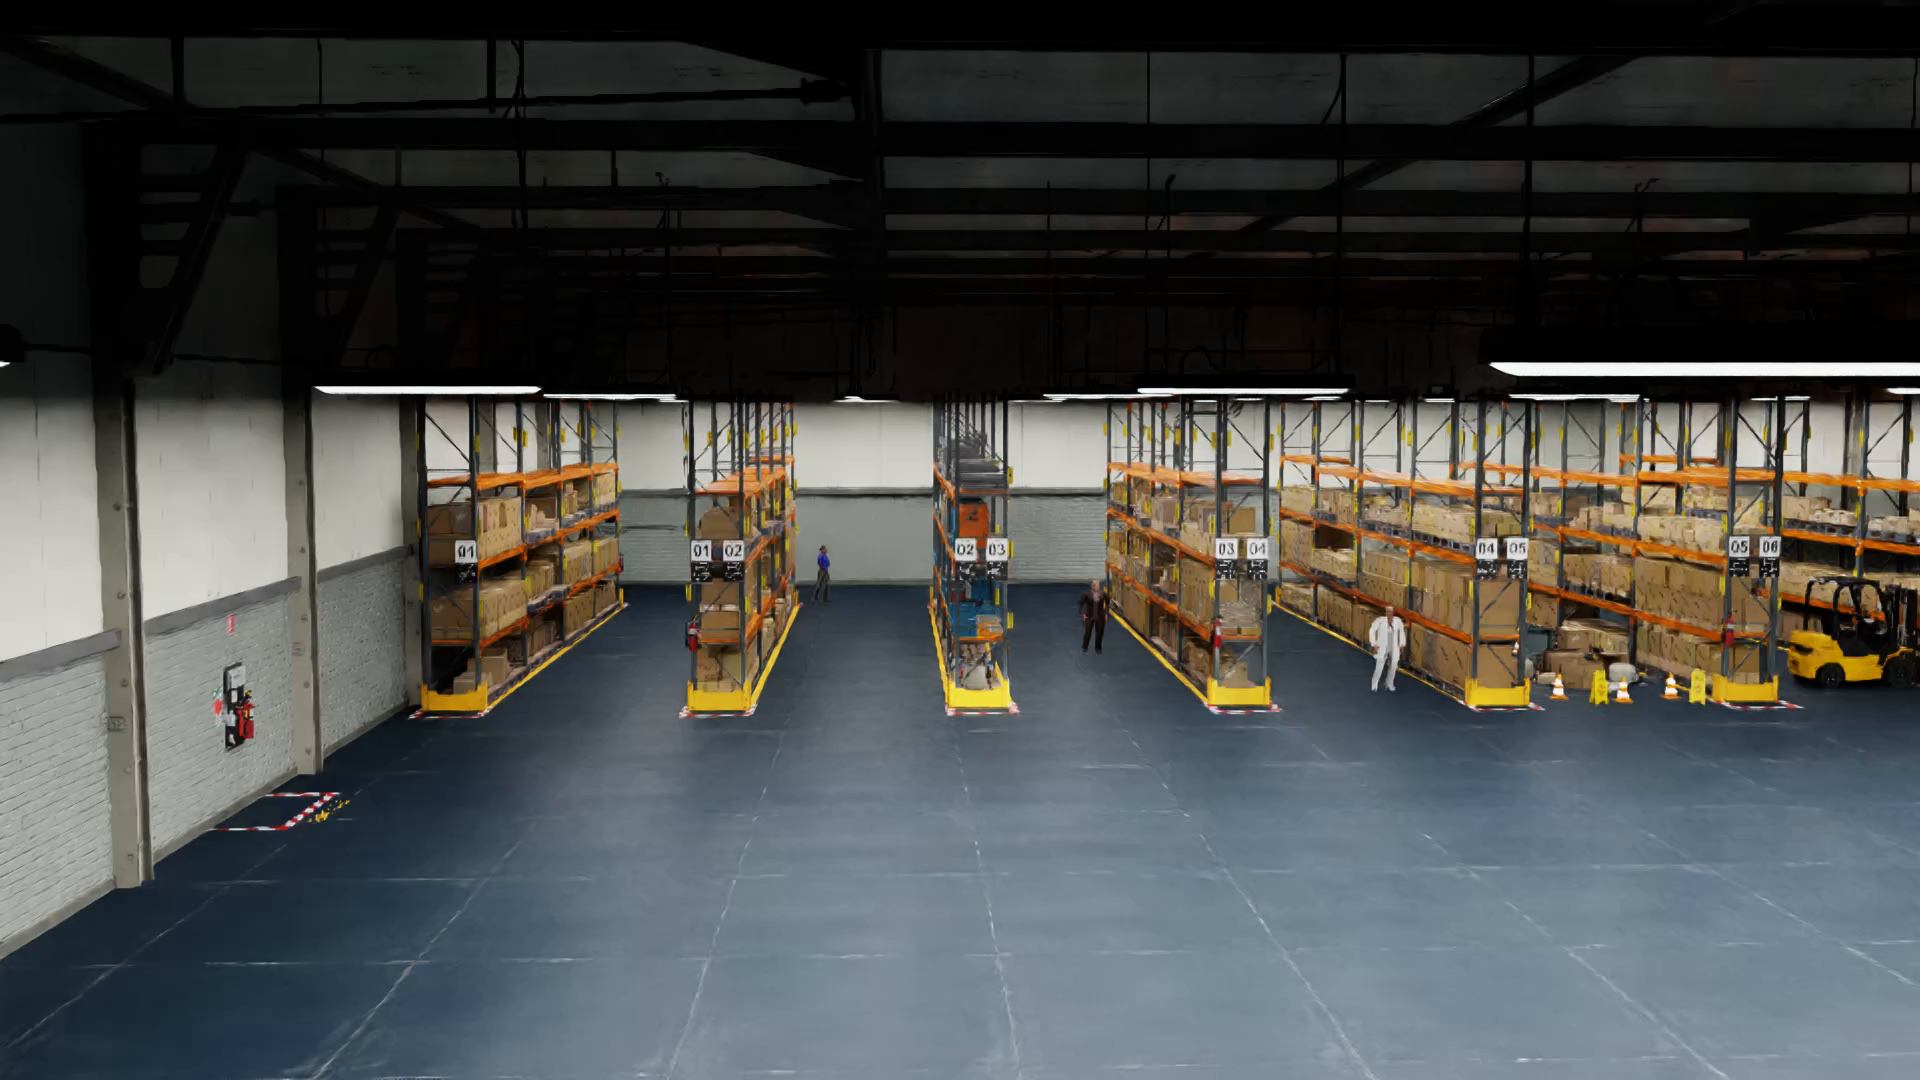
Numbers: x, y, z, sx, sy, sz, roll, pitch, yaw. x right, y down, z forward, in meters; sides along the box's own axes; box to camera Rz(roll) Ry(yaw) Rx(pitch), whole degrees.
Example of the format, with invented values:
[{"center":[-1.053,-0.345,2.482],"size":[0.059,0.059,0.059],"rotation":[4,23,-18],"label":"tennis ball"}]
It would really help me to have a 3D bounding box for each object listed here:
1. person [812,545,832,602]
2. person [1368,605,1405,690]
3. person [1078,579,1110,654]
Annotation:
[{"center":[-4.033,0.965,48.262],"size":[0.434,1.659,0.654],"rotation":[2,5,26],"label":"person"},{"center":[8.526,2.151,33.265],"size":[0.724,1.733,0.546],"rotation":[0,5,-4],"label":"person"},{"center":[3.074,1.752,38.156],"size":[0.729,1.733,0.546],"rotation":[0,5,-4],"label":"person"}]
